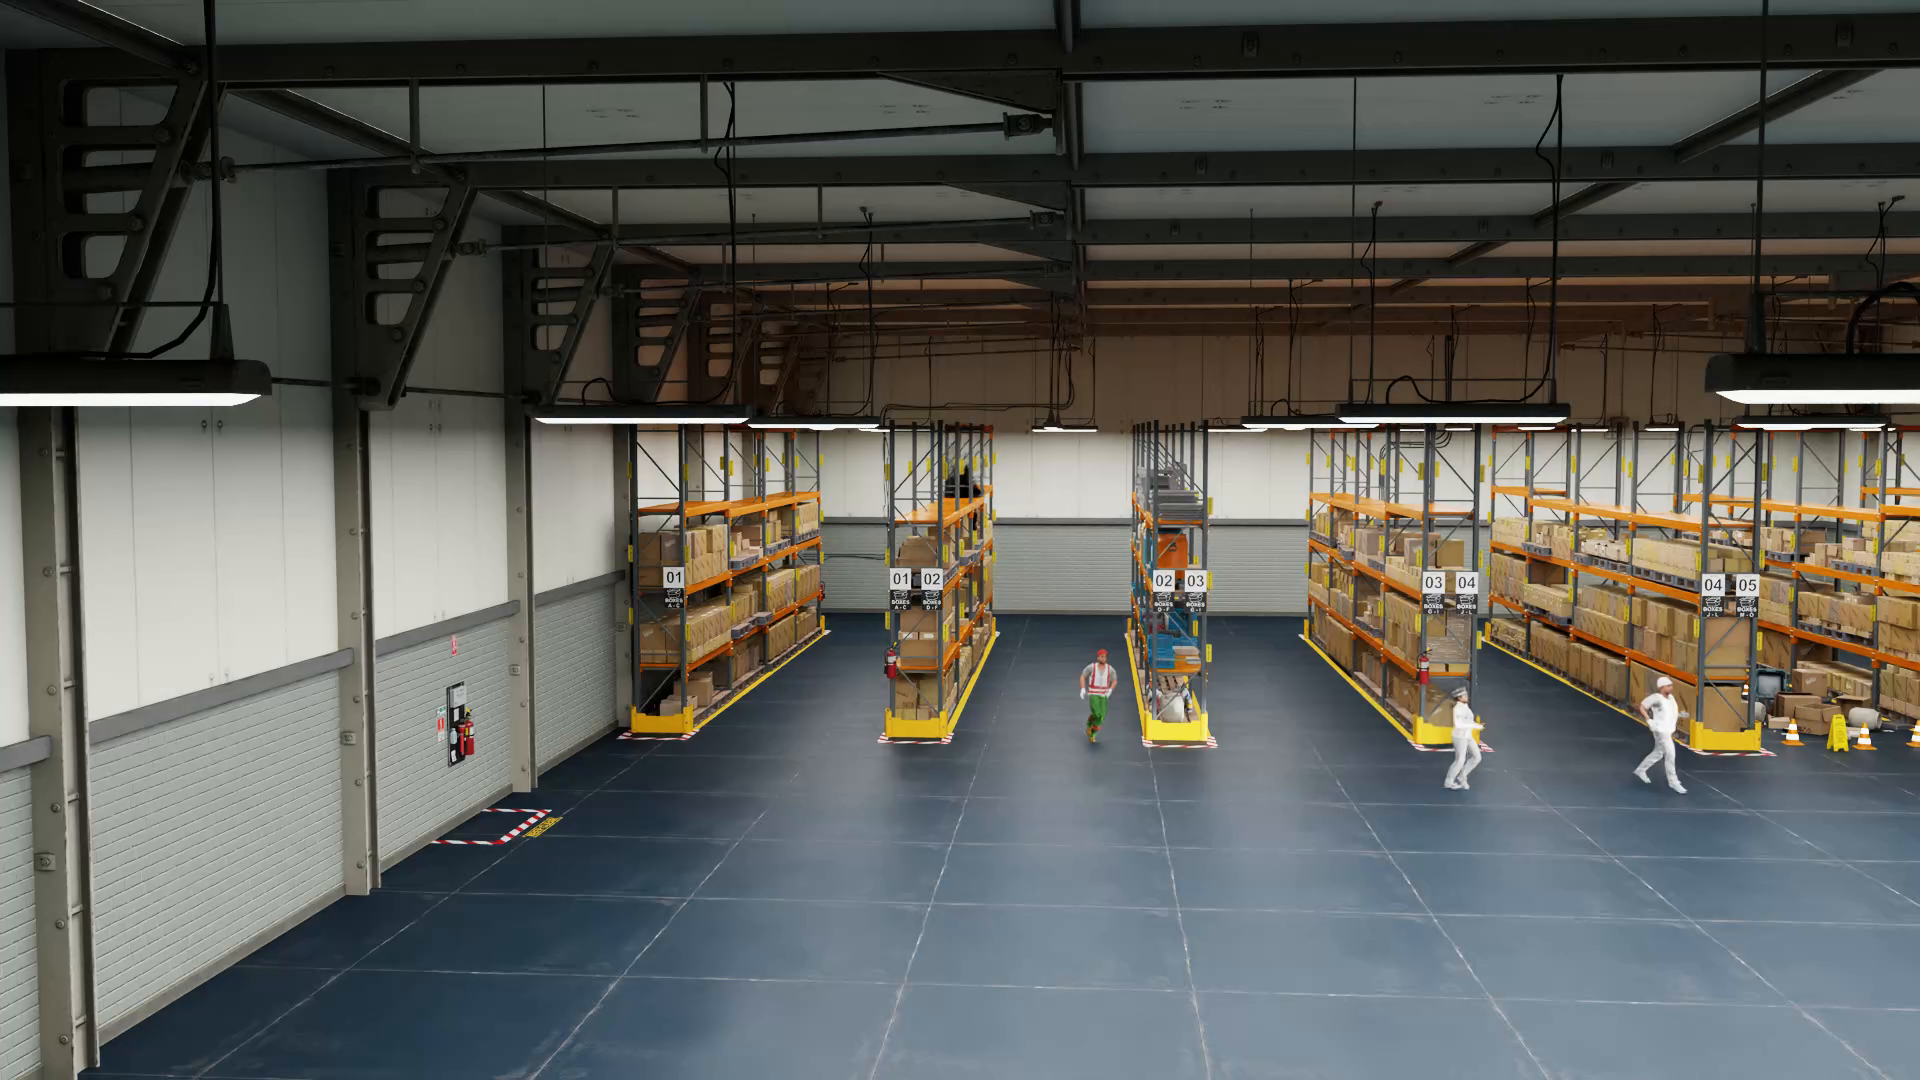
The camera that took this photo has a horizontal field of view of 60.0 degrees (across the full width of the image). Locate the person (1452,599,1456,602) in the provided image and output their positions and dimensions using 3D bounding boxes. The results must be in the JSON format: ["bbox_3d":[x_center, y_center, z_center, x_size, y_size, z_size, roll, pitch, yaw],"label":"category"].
[{"bbox_3d":[13.449,1.952,46.295,0.669,1.712,0.831,3,4,37],"label":"person"}]

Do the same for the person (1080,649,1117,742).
[{"bbox_3d":[2.614,2.903,30.958,0.684,1.724,0.557,-1,4,-10],"label":"person"}]

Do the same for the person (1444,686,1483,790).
[{"bbox_3d":[8.124,3.191,26.707,0.645,1.694,0.604,3,5,37],"label":"person"}]

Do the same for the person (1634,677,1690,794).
[{"bbox_3d":[11.346,3.116,26.854,0.914,1.817,0.670,4,5,45],"label":"person"}]
